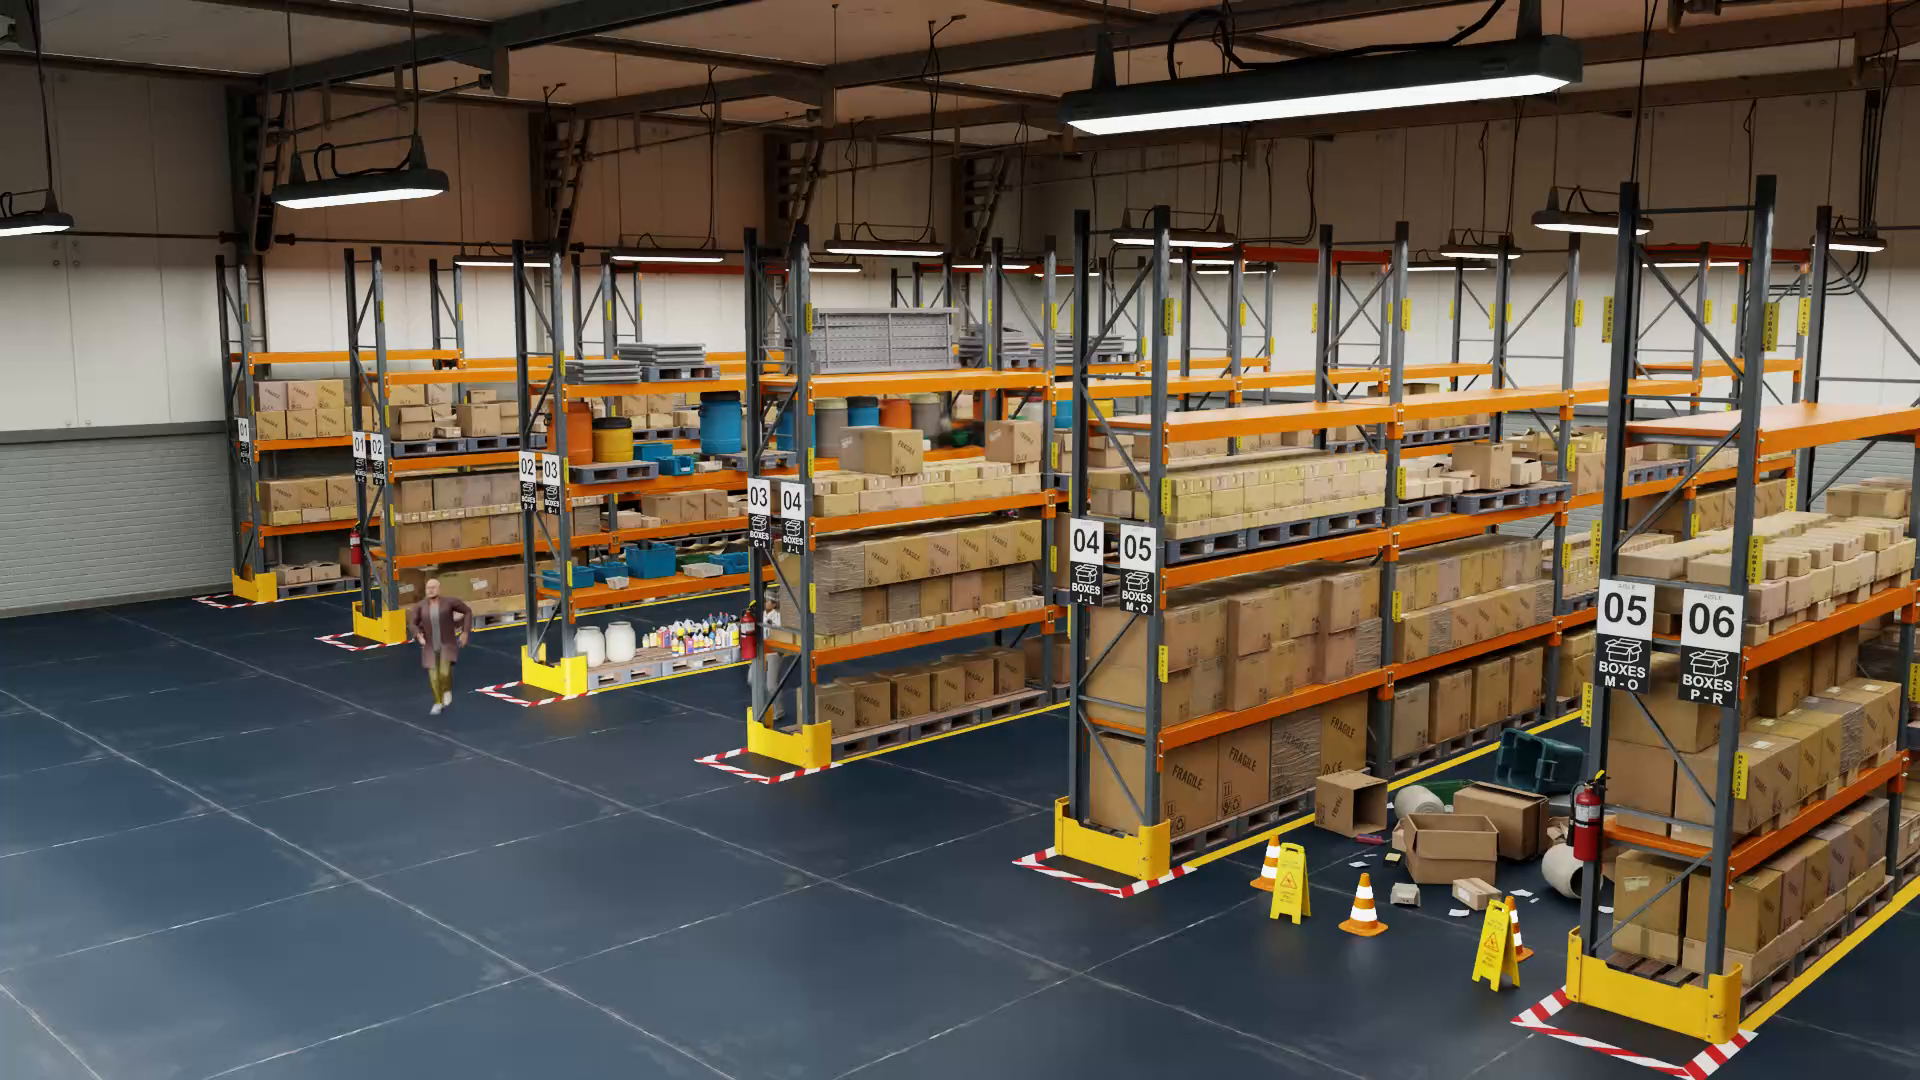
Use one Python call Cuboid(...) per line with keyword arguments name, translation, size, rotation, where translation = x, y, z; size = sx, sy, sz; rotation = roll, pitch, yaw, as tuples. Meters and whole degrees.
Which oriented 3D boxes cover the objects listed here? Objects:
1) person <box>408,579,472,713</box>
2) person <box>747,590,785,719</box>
Cuboid(name="person", translation=(-6.548, 1.352, 20.925), size=(0.742, 1.736, 0.765), rotation=(-1, 8, -4))
Cuboid(name="person", translation=(-2.399, 1.427, 20.598), size=(0.584, 1.657, 0.585), rotation=(6, 10, 36))
